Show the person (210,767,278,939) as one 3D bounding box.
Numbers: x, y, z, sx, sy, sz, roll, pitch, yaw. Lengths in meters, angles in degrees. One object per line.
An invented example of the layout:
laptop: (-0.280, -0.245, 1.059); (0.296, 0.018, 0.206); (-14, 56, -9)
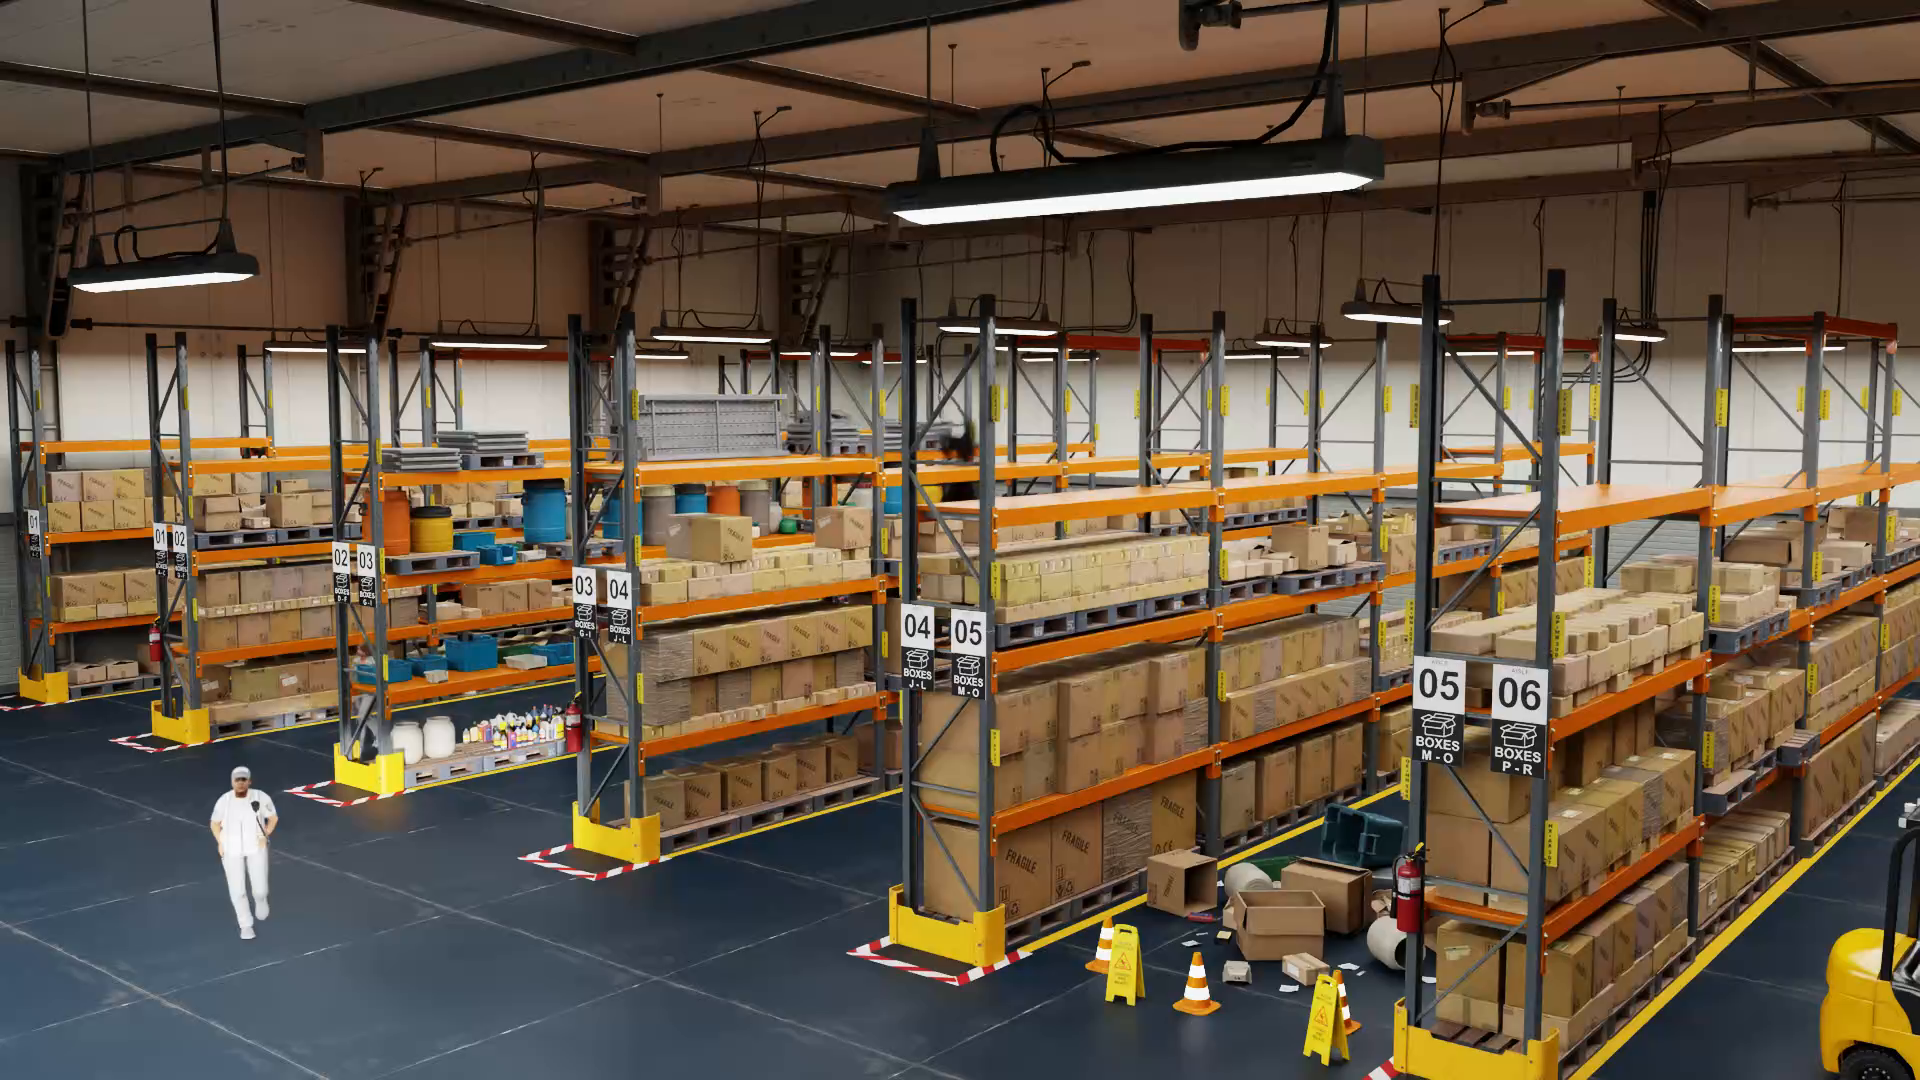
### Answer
person: (-6.788, 2.940, 15.784); (0.594, 1.621, 0.556); (-2, 5, -19)

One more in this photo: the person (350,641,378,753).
person: (-8.406, 2.232, 23.497); (0.532, 1.612, 0.798); (3, 6, 26)
